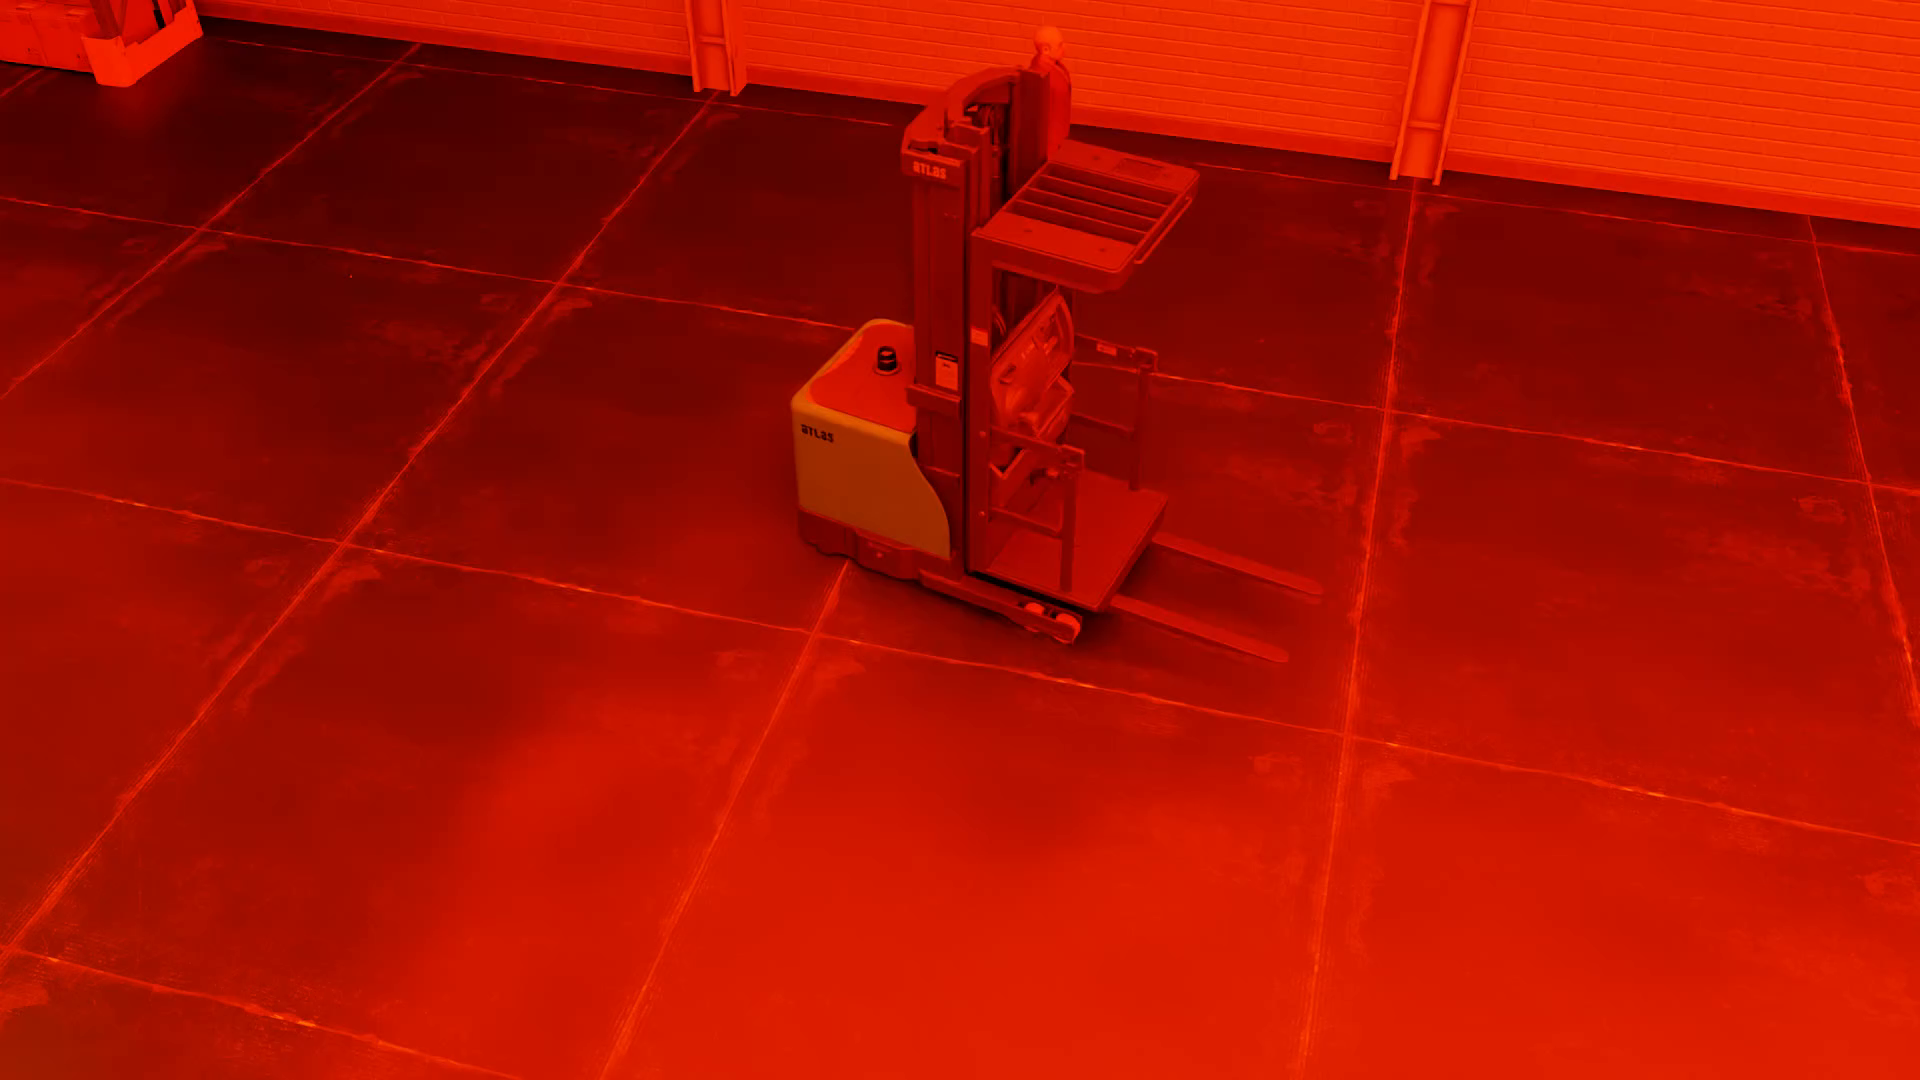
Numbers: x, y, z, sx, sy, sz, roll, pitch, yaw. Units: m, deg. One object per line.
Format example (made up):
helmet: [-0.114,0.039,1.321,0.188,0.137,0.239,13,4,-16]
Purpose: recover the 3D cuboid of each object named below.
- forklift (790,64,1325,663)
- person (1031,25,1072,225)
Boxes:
forklift: [0.573,-0.922,8.914,3.031,2.935,1.130,19,45,20]
person: [0.663,-2.852,11.987,0.383,1.783,0.551,1,41,1]
